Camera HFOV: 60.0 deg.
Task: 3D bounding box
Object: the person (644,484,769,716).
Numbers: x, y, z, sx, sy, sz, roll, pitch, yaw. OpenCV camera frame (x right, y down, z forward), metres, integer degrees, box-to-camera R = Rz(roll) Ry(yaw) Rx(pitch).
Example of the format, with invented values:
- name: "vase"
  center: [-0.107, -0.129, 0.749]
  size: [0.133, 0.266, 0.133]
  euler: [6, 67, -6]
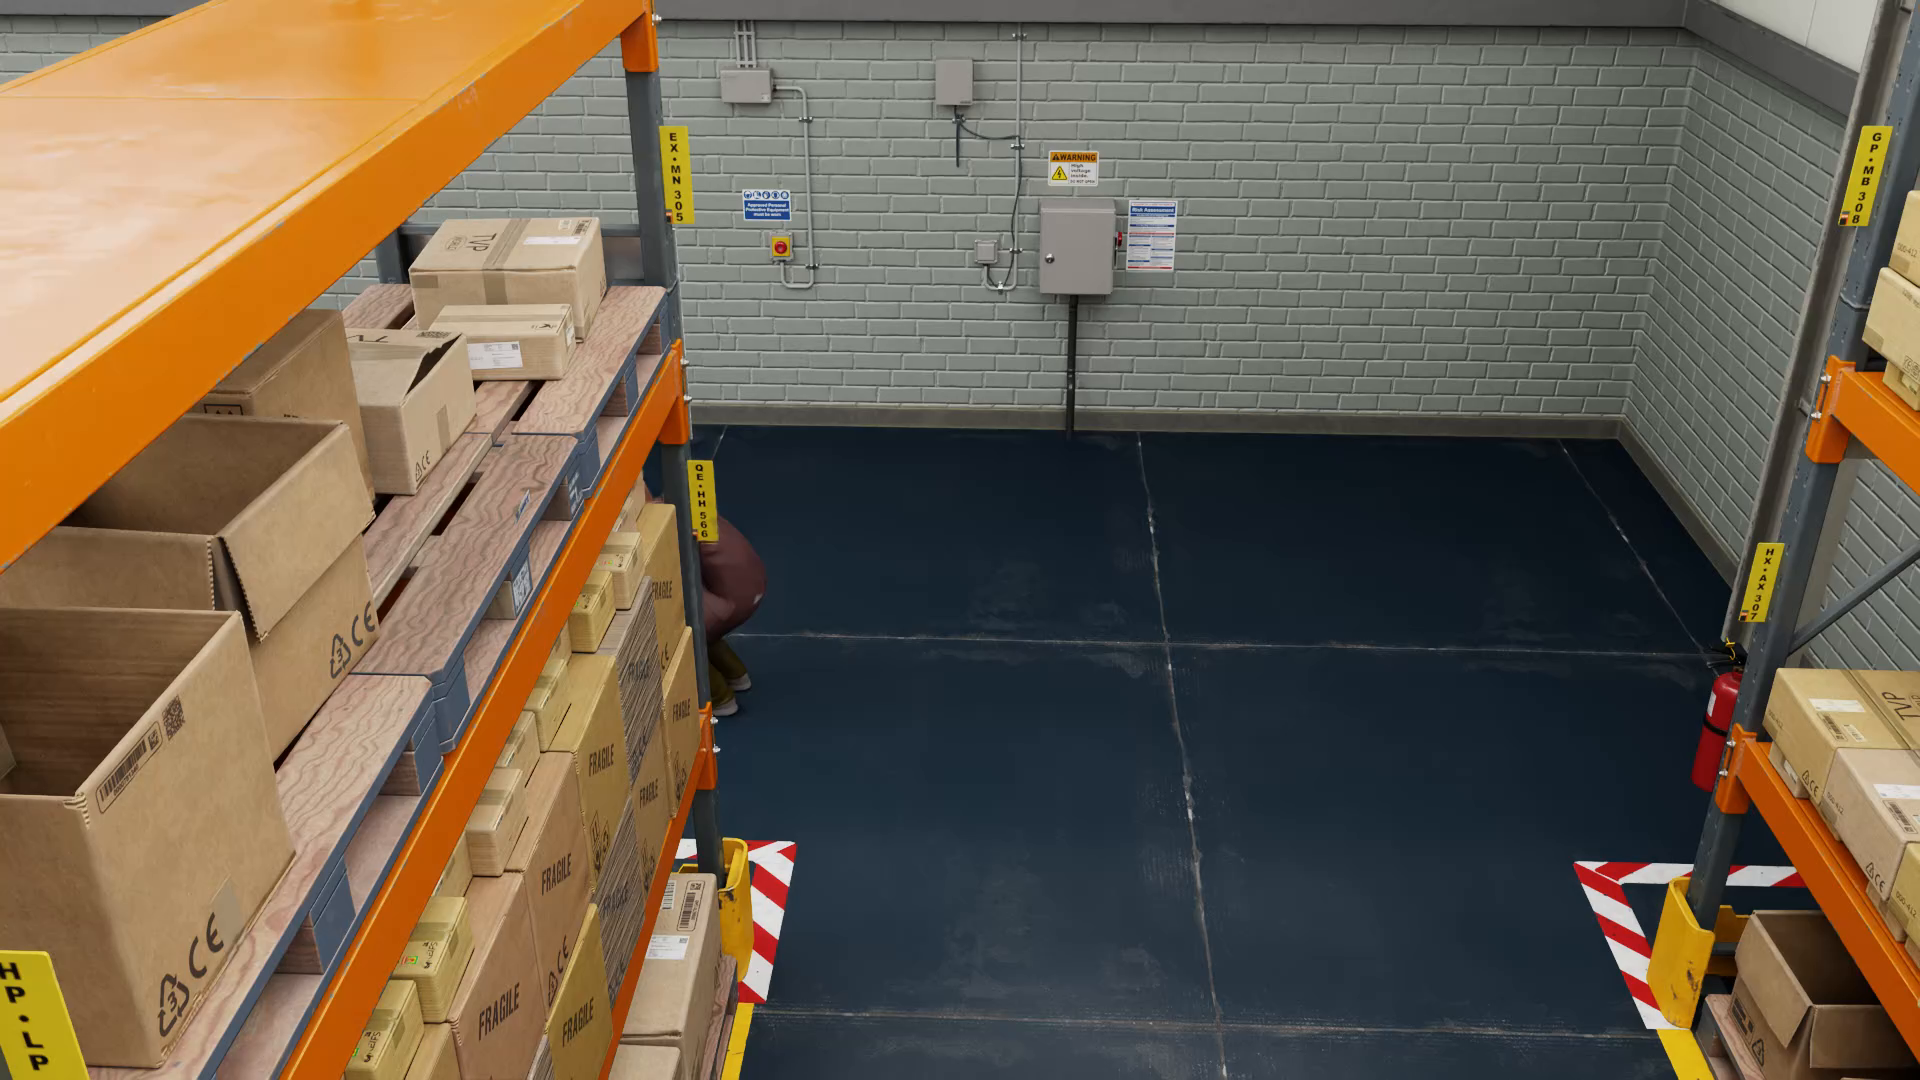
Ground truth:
- name: "person"
  center: [-1.374, 0.288, 8.580]
  size: [0.763, 1.322, 0.633]
  euler: [1, 28, 2]
